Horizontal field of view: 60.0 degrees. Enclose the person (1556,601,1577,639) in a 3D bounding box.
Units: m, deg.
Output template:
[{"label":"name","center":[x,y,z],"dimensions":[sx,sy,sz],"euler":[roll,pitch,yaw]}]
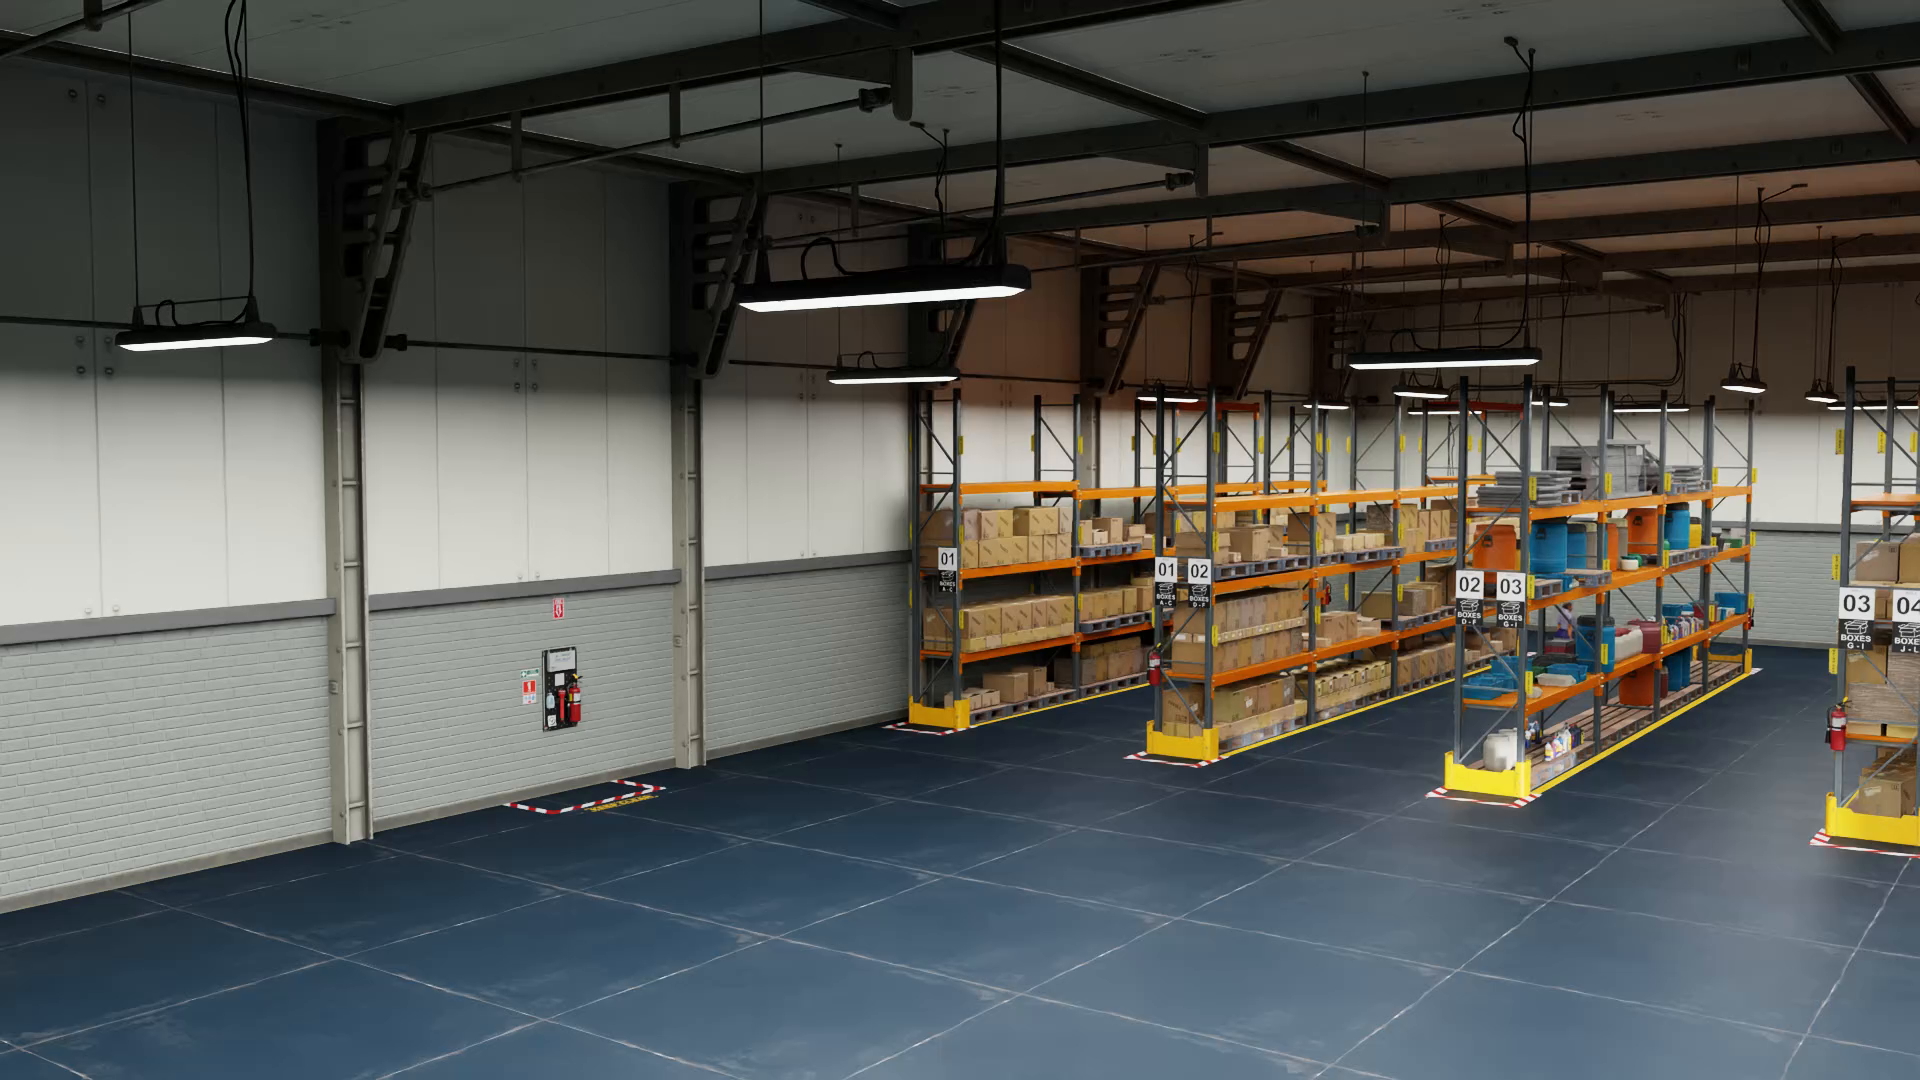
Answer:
[{"label":"person","center":[13.097,2.122,36.105],"dimensions":[0.511,1.643,0.522],"euler":[0,3,-6]}]
